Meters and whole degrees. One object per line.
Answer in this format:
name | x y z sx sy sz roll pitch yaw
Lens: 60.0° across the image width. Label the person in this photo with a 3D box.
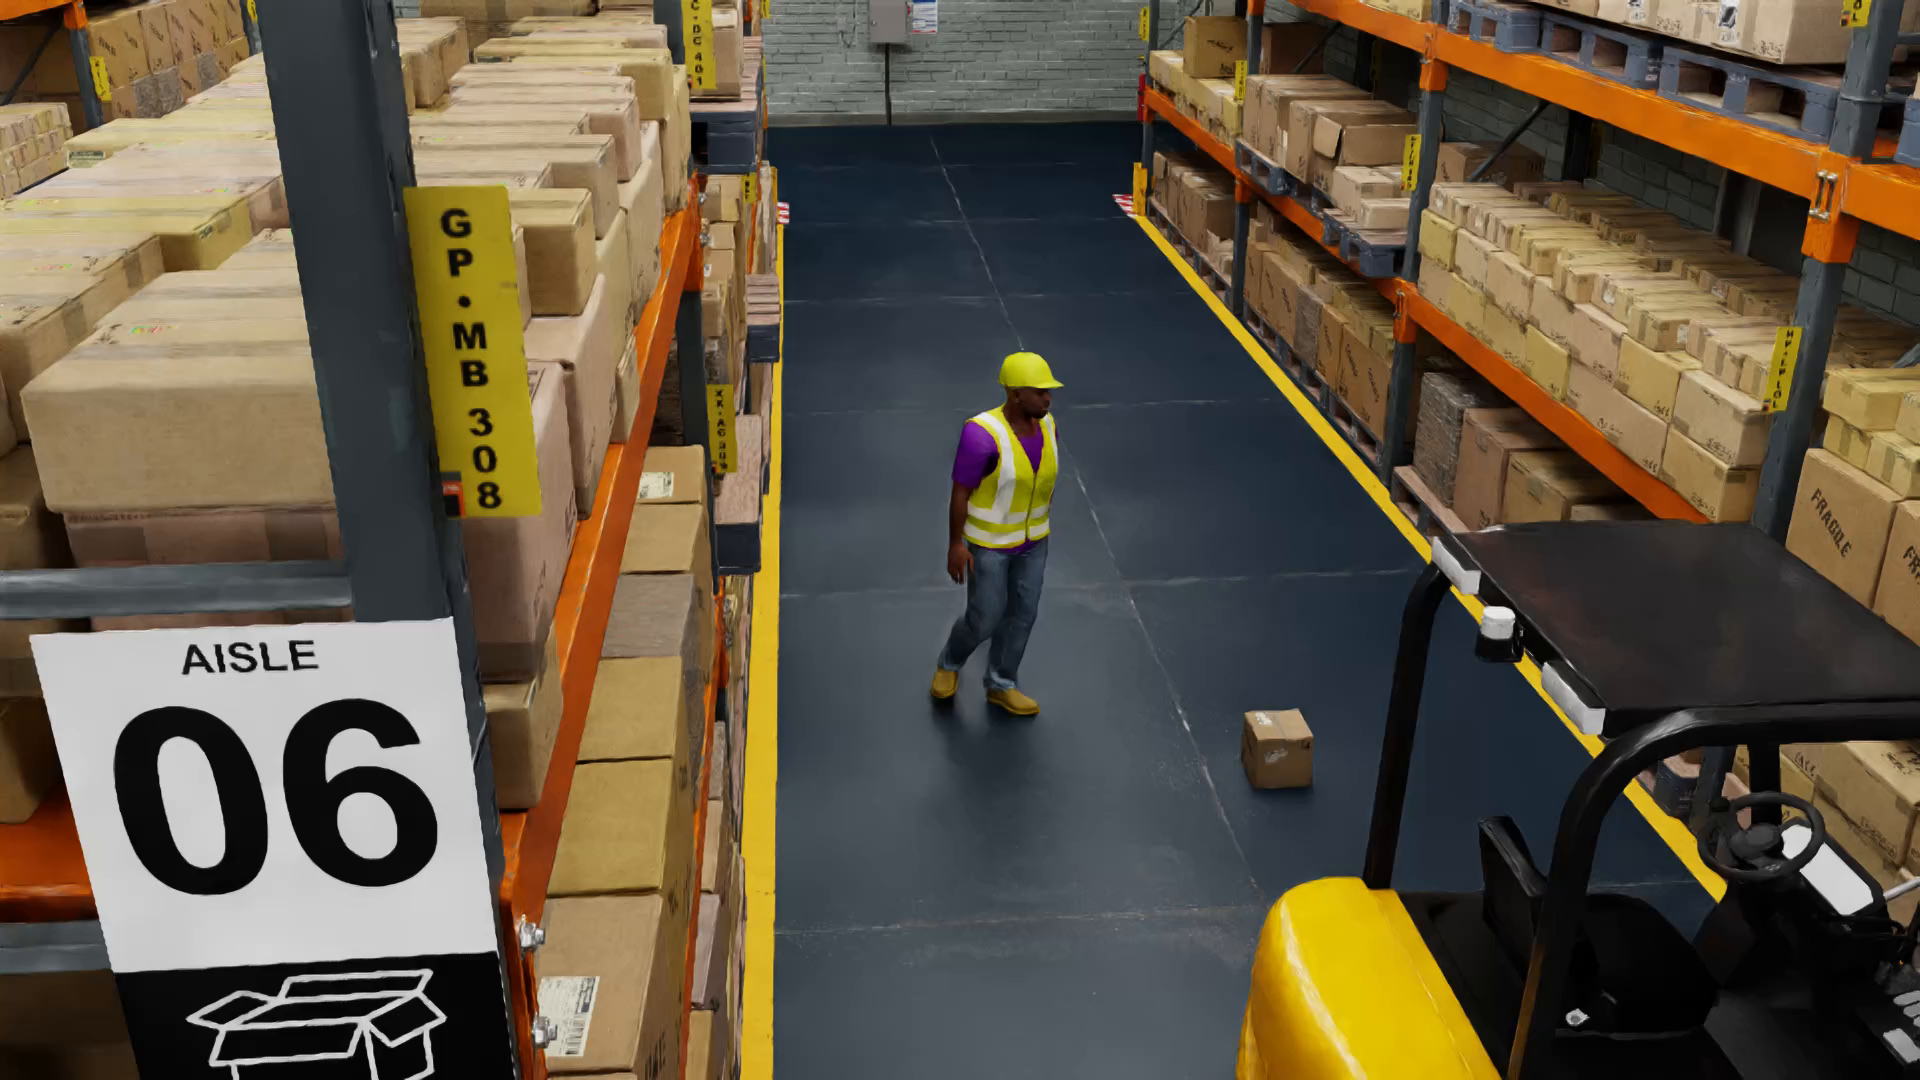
person | 0.170 -0.031 7.647 0.614 1.757 0.568 -18 29 -35
